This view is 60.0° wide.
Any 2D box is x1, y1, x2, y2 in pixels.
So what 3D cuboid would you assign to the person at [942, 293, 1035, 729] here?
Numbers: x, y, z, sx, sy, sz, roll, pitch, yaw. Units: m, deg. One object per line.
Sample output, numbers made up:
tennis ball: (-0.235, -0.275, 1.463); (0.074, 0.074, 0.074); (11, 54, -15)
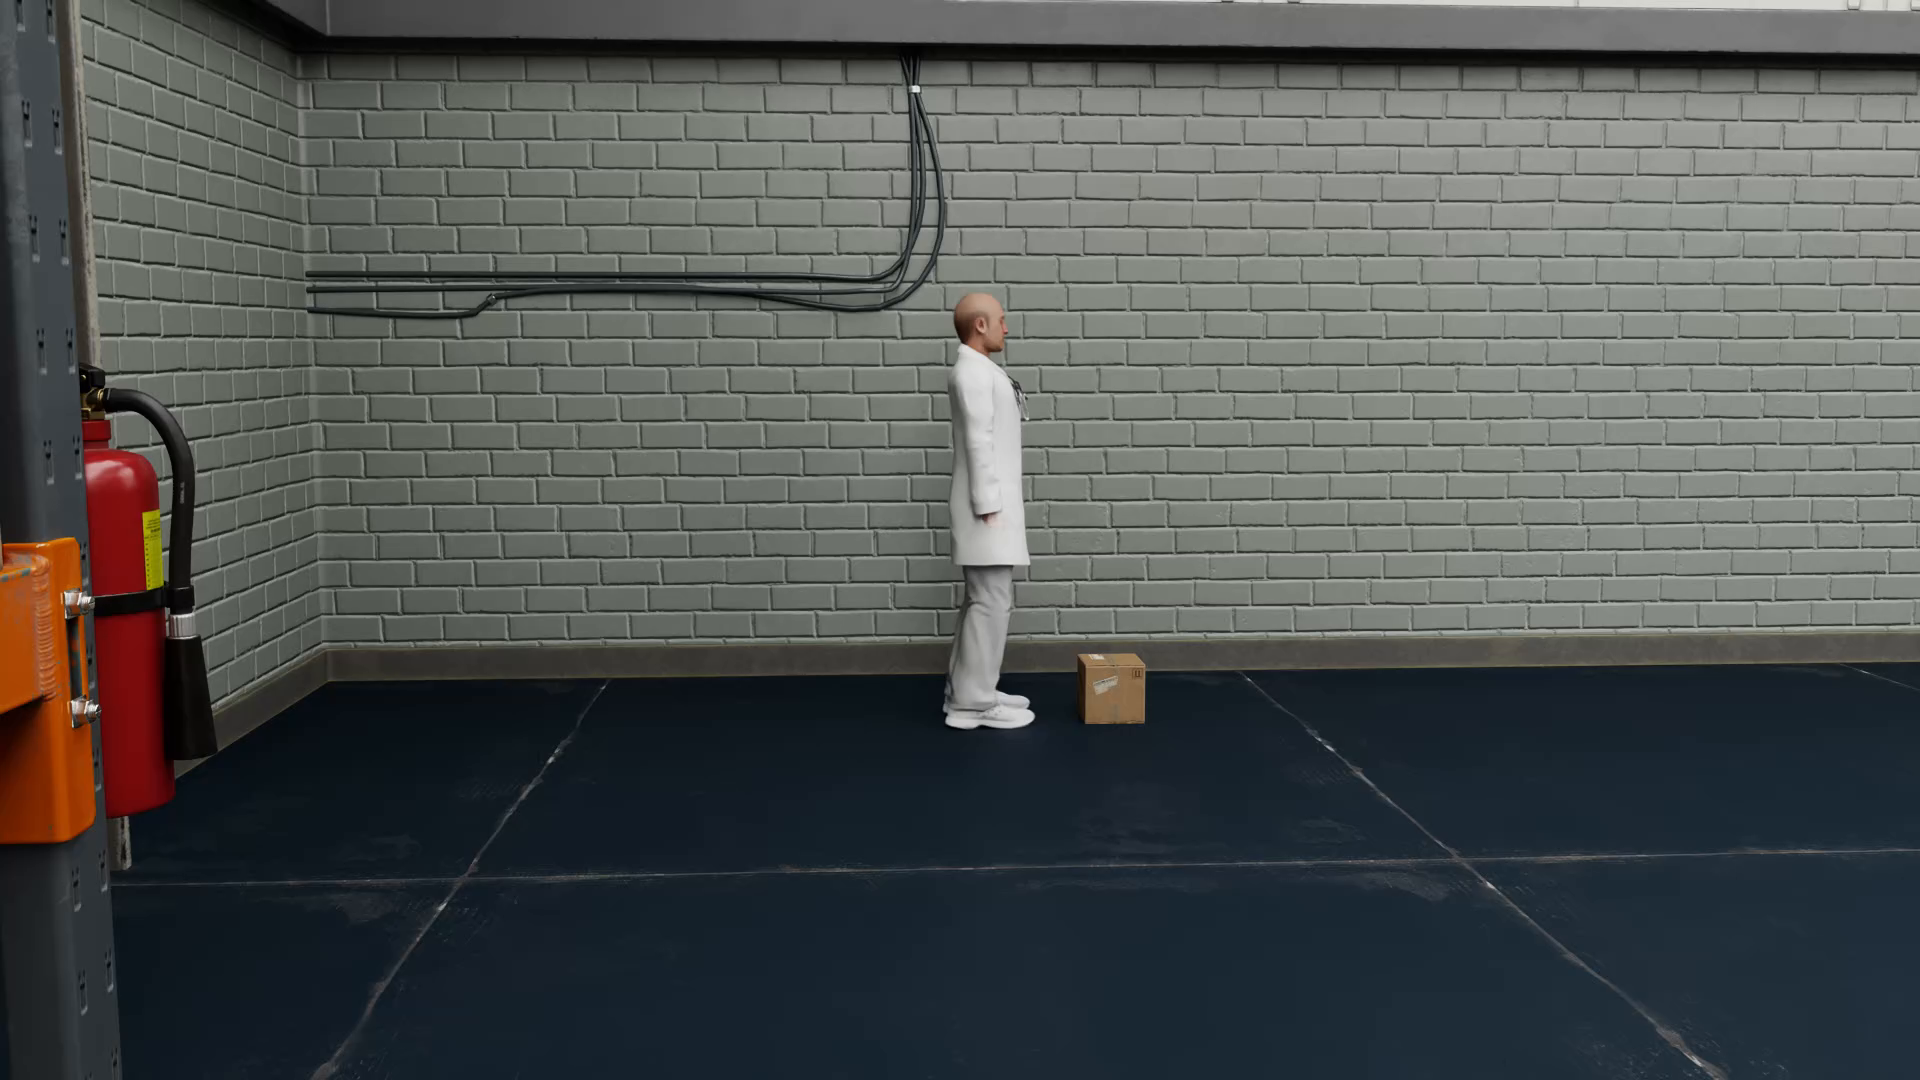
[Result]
person: (0.117, -0.129, 6.911); (0.380, 1.778, 0.564); (0, 7, -2)
